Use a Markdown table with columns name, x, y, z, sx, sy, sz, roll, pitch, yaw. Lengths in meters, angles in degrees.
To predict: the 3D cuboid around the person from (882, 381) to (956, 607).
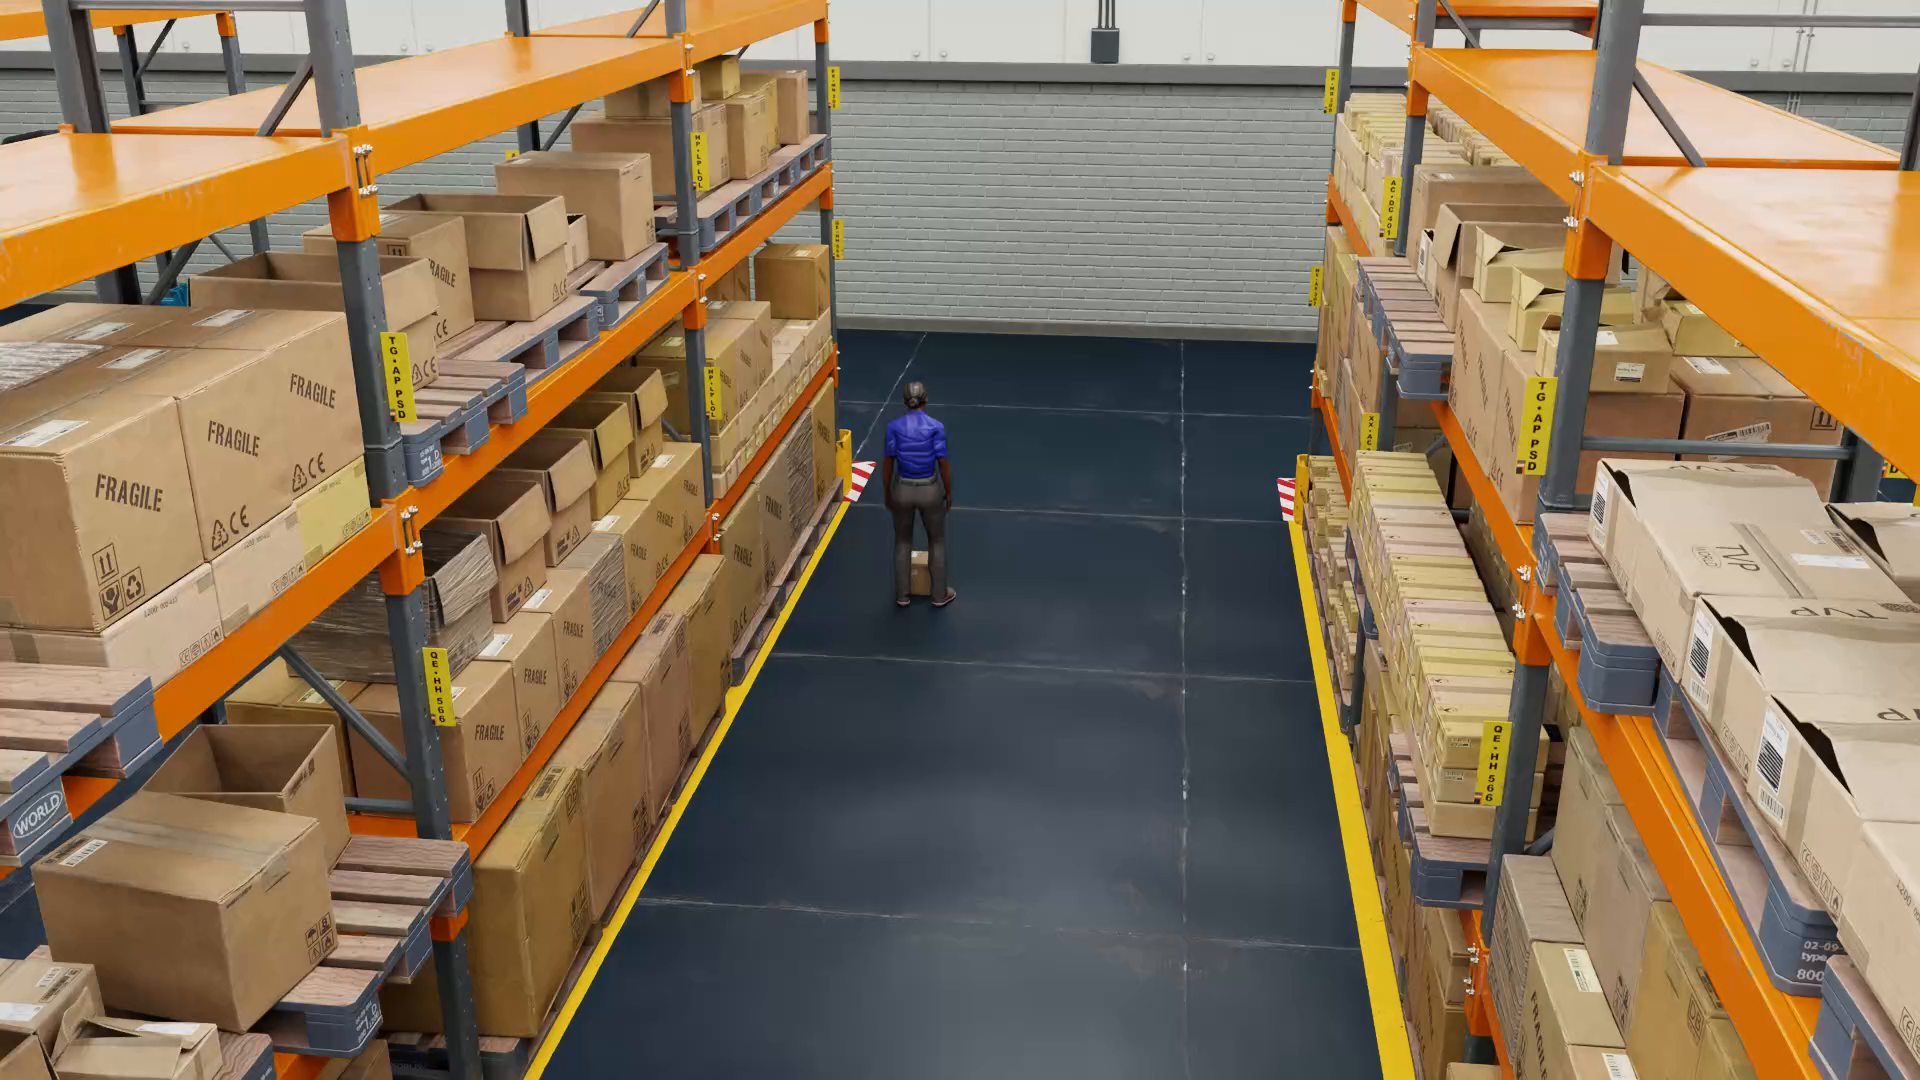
| name | x | y | z | sx | sy | sz | roll | pitch | yaw |
| --- | --- | --- | --- | --- | --- | --- | --- | --- | --- |
| person | -0.297 | -0.323 | 11.918 | 0.512 | 1.654 | 0.351 | 2 | 21 | 6 |
